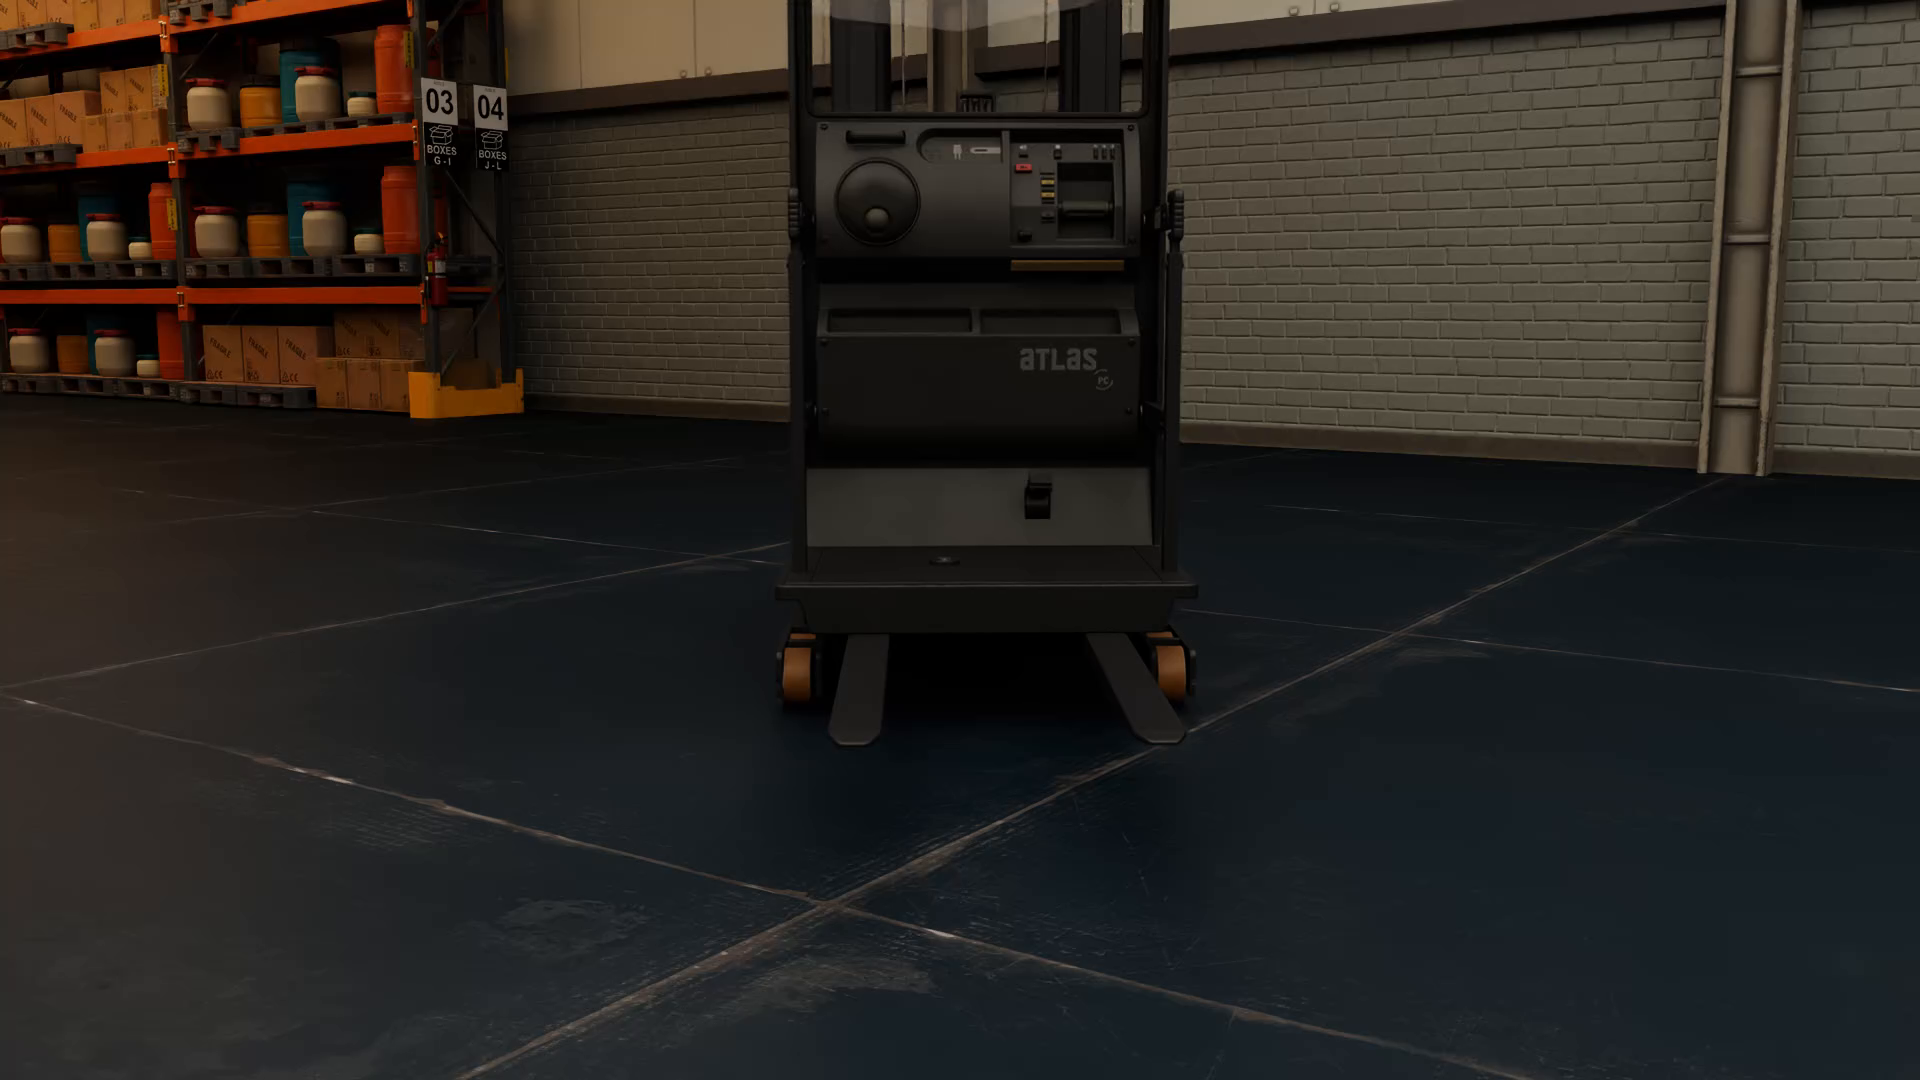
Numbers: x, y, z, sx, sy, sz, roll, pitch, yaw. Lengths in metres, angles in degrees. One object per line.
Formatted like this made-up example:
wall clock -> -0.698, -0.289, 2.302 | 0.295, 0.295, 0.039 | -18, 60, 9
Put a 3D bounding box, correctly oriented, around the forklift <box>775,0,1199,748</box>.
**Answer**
forklift -> 0.059, -1.048, 4.561 | 1.130, 2.935, 3.031 | 0, 8, -1
